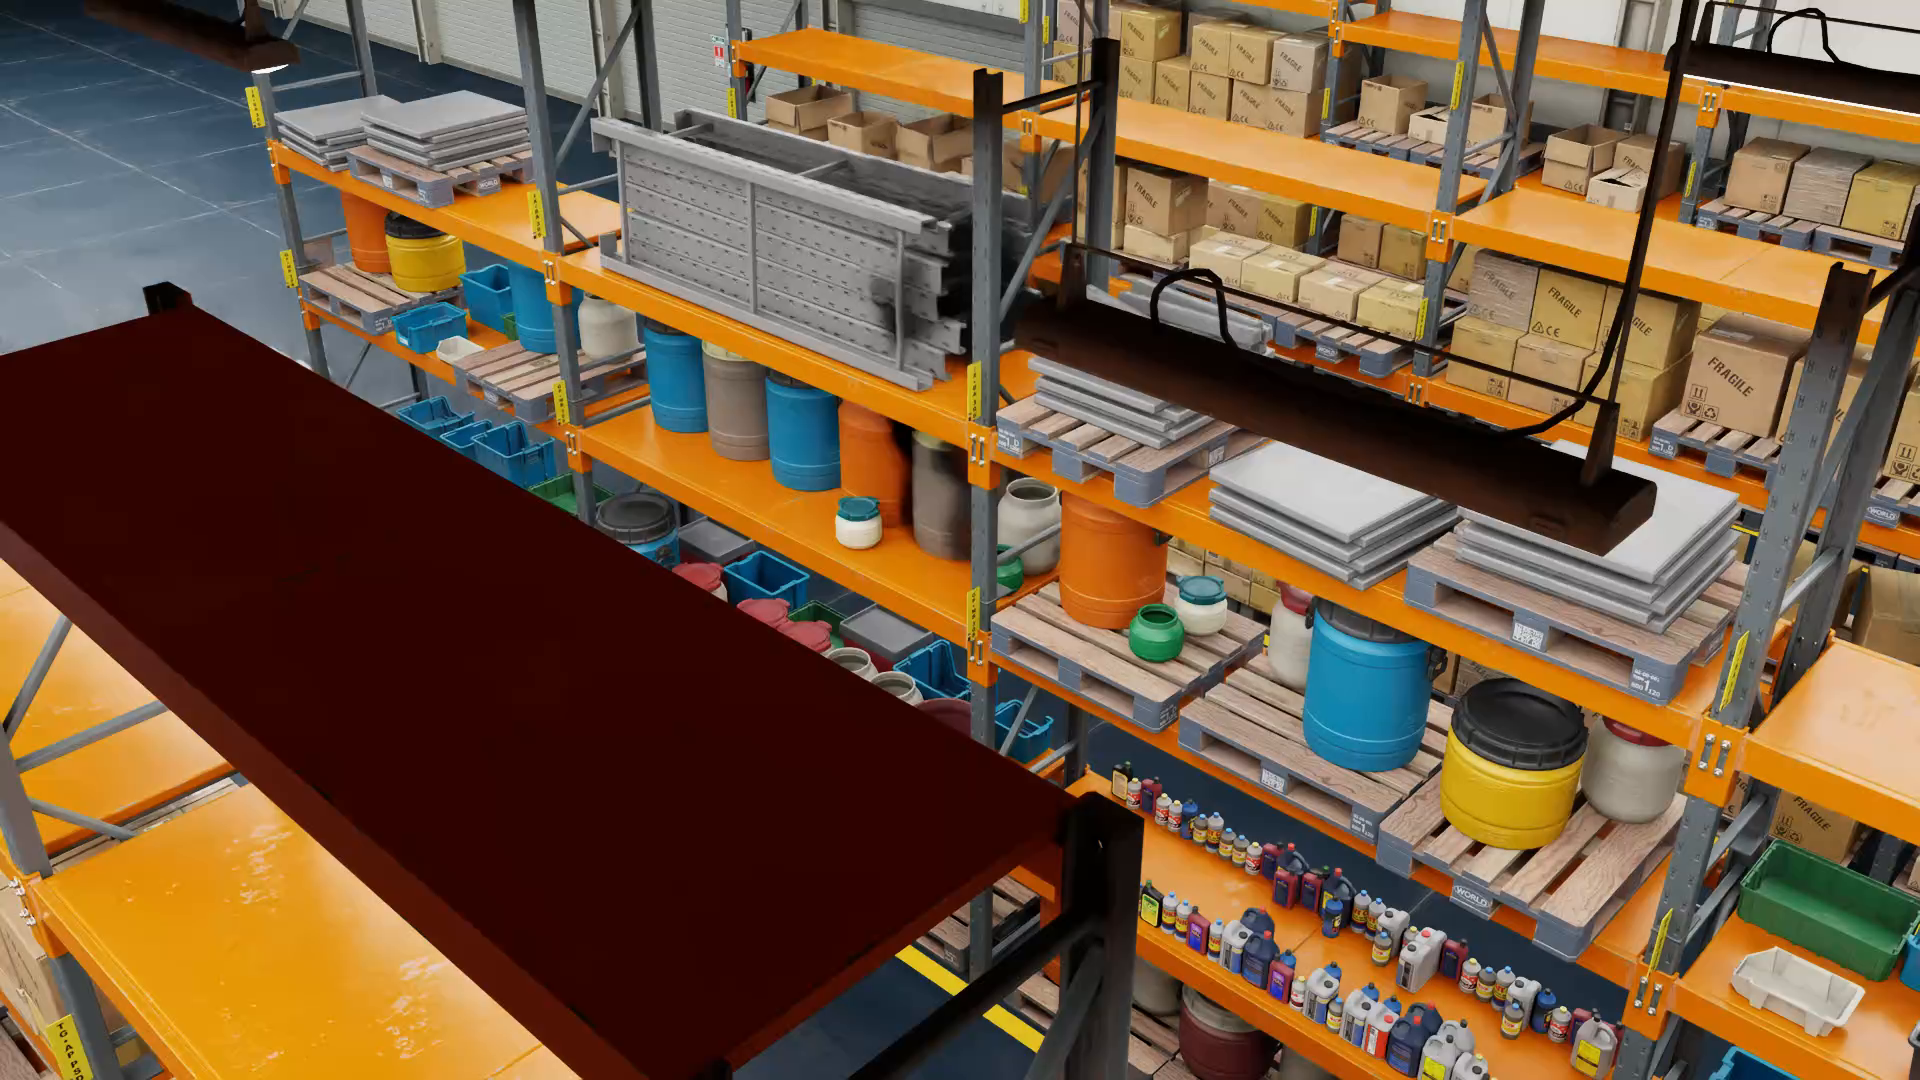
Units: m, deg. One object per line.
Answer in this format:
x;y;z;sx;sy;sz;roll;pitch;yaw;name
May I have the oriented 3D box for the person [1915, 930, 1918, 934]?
5.928;2.687;9.769;0.726;1.735;0.557;19;34;30;person
